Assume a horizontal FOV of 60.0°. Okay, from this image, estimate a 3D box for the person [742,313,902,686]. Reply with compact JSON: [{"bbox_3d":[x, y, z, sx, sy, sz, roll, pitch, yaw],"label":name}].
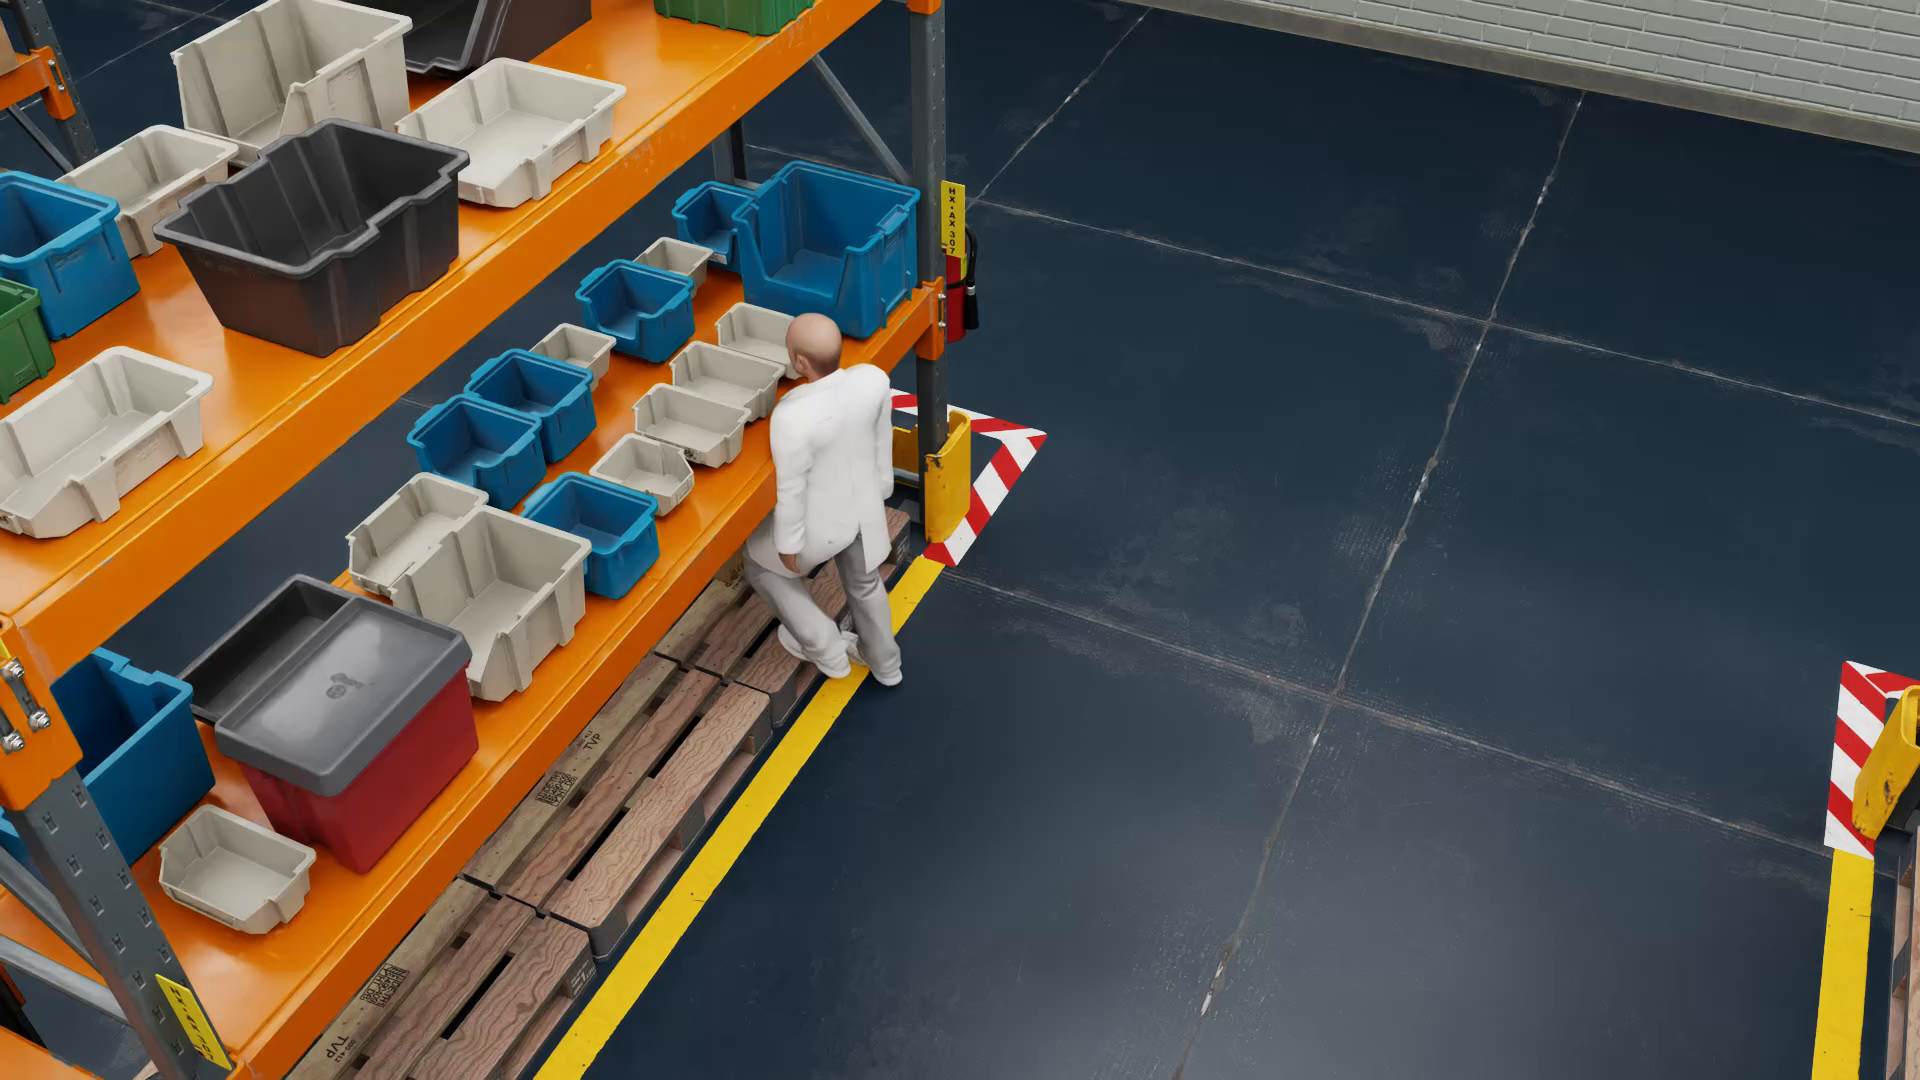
[{"bbox_3d":[-0.537,-0.116,6.299,0.512,1.780,0.562,32,51,31],"label":"person"}]
